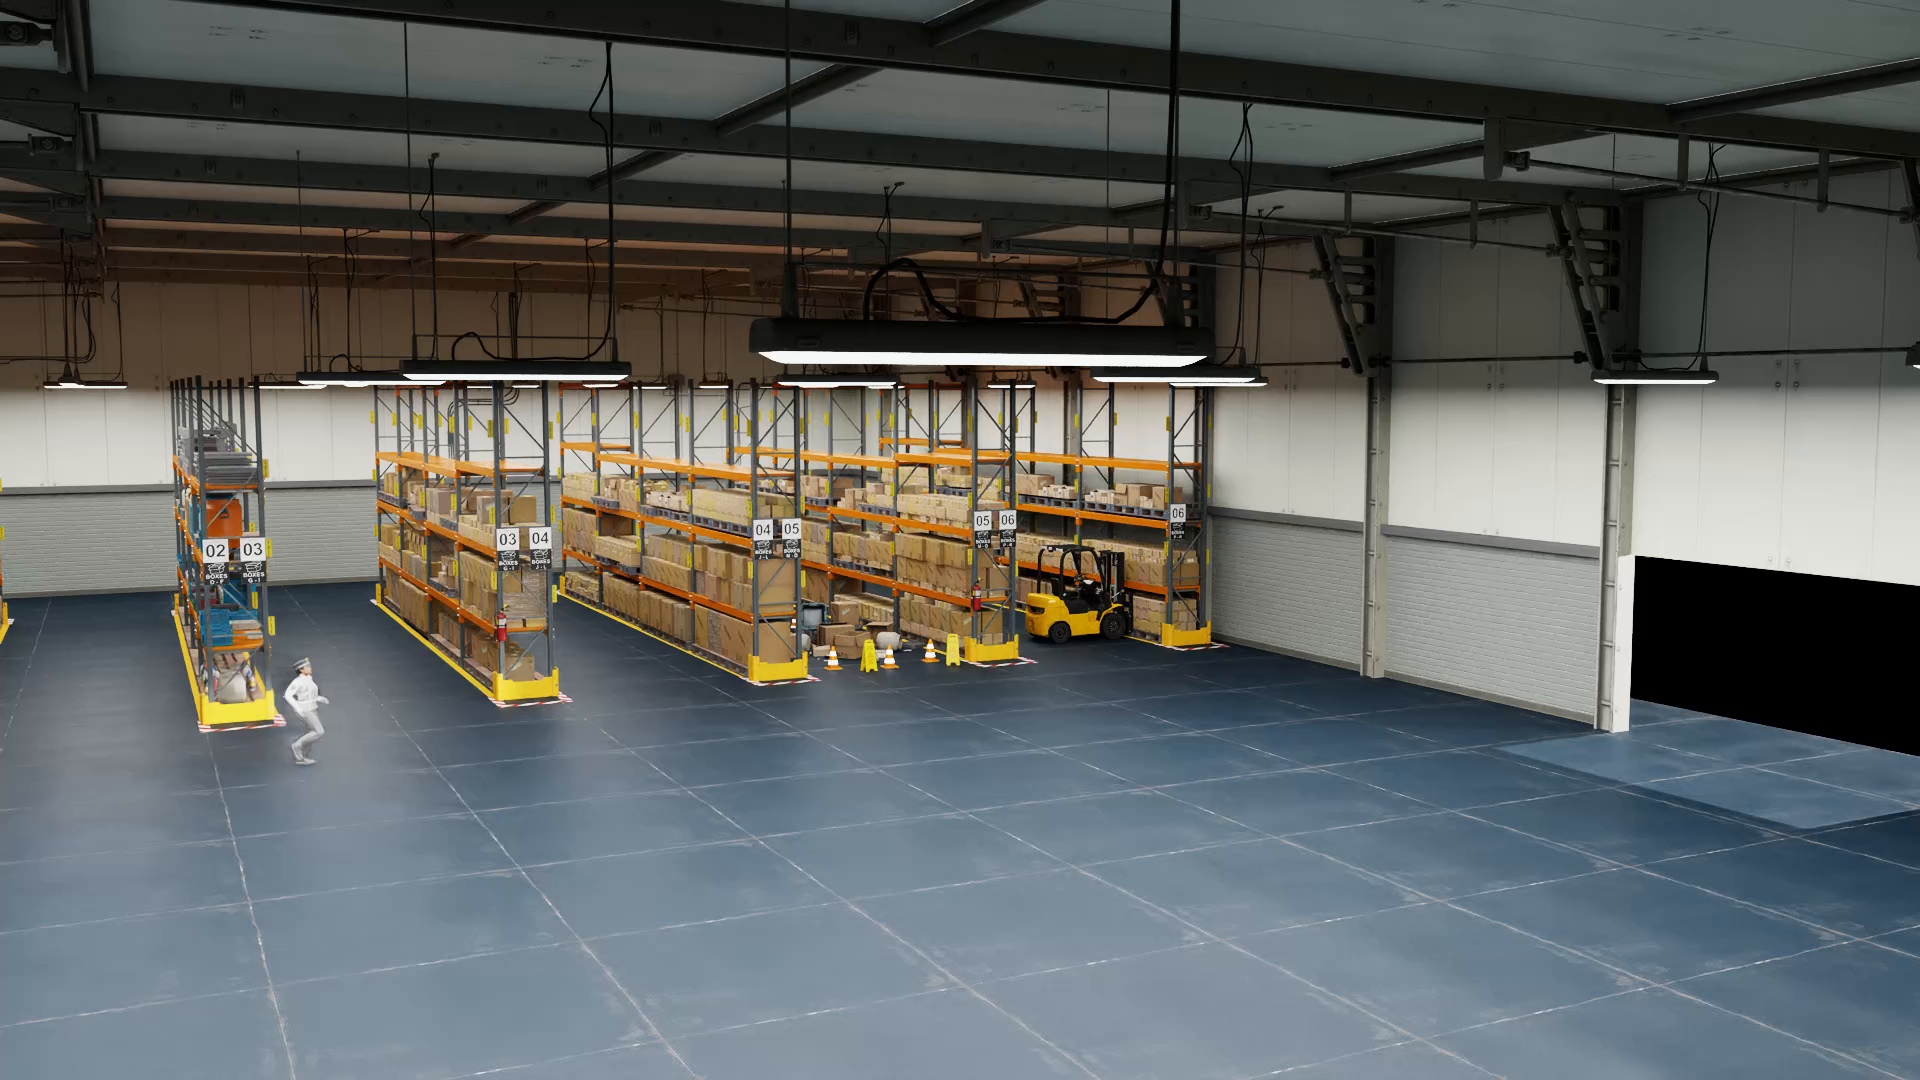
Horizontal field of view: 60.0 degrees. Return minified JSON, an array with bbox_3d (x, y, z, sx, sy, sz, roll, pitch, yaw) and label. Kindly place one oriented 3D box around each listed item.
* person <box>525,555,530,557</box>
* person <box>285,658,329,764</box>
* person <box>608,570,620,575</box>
[{"bbox_3d":[-11.505,0.849,44.969,0.658,1.737,0.901,-2,6,-24],"label":"person"},{"bbox_3d":[-9.989,2.631,25.547,0.547,1.638,0.614,0,5,-1],"label":"person"},{"bbox_3d":[-10.107,0.557,48.543,0.558,1.706,0.719,3,6,26],"label":"person"}]
